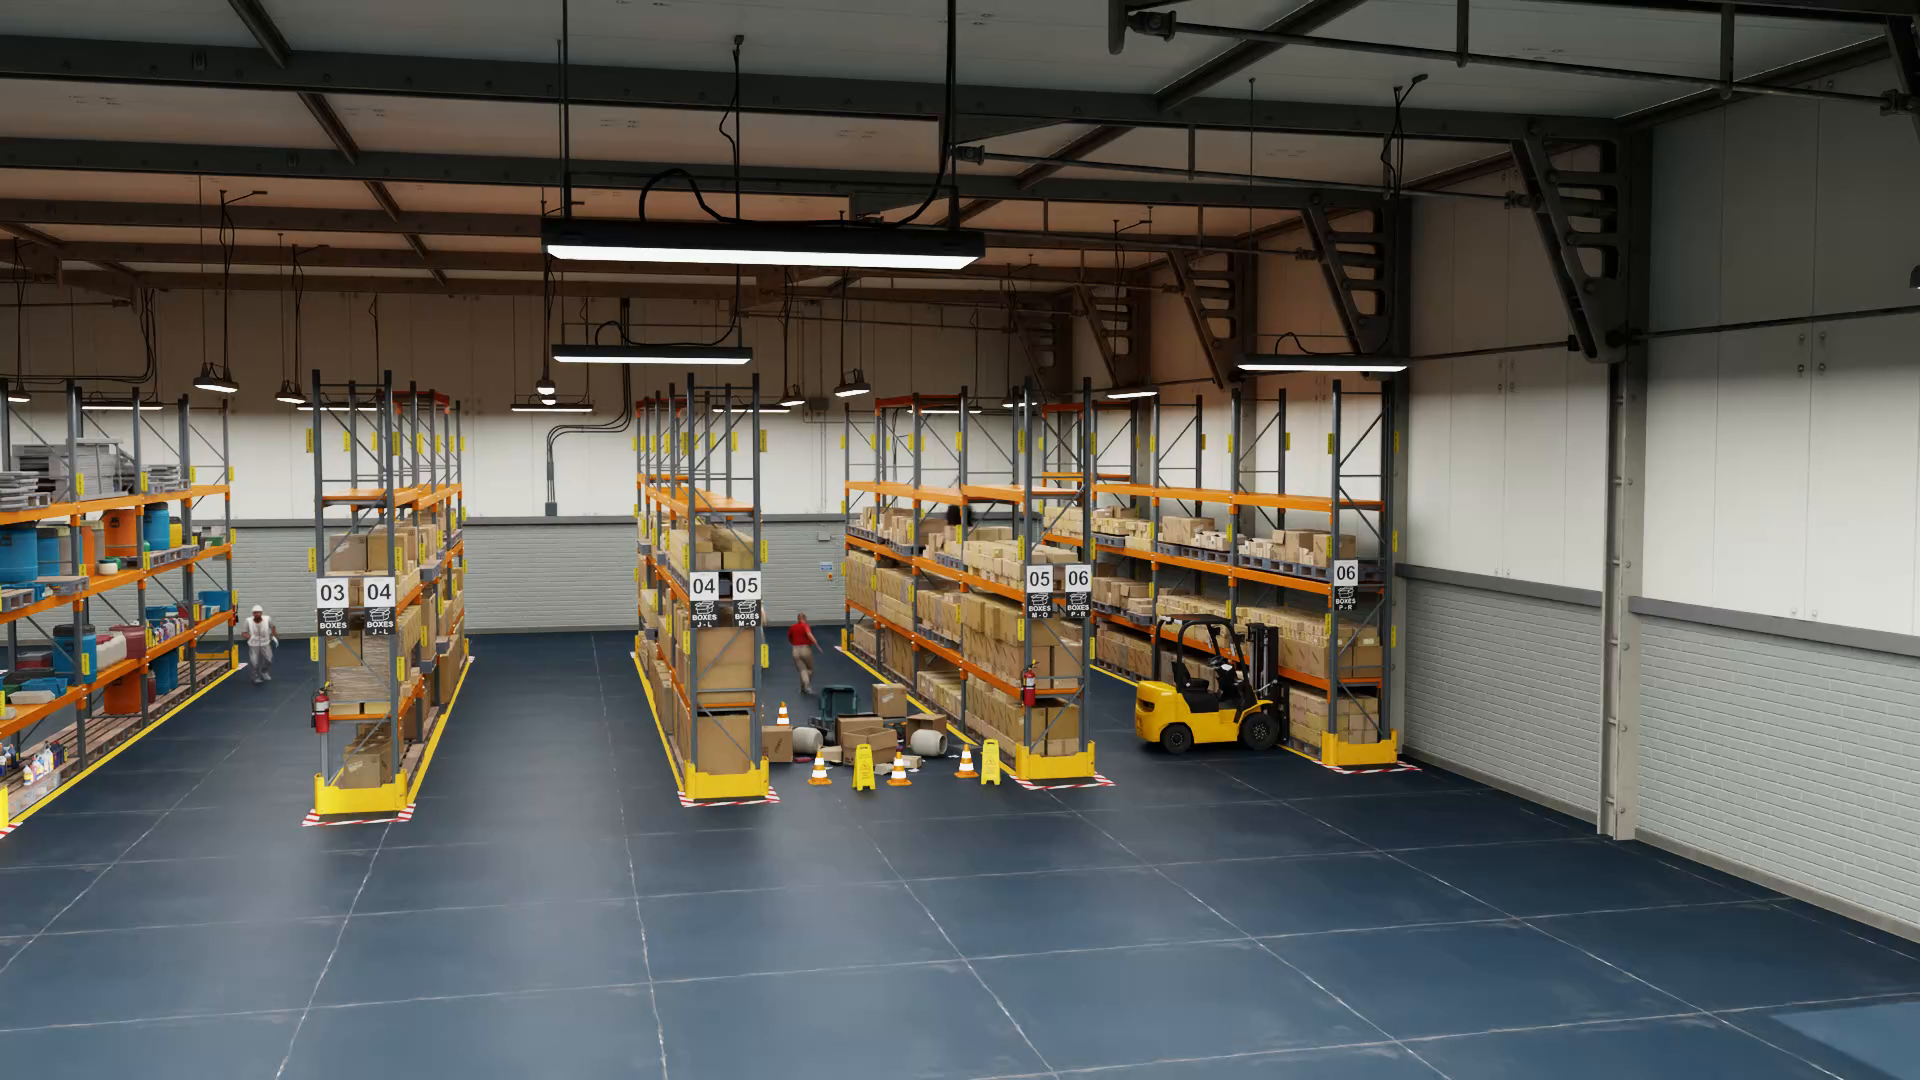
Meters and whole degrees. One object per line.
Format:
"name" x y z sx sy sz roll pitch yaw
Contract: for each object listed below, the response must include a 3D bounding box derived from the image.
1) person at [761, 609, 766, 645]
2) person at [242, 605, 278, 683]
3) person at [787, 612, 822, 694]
"person" -4.628 2.102 37.623 0.587 1.434 0.932 0 3 0
"person" -14.543 2.176 34.552 0.713 1.669 0.807 -2 4 -29
"person" -3.129 2.290 33.145 0.789 1.672 0.694 1 3 17
